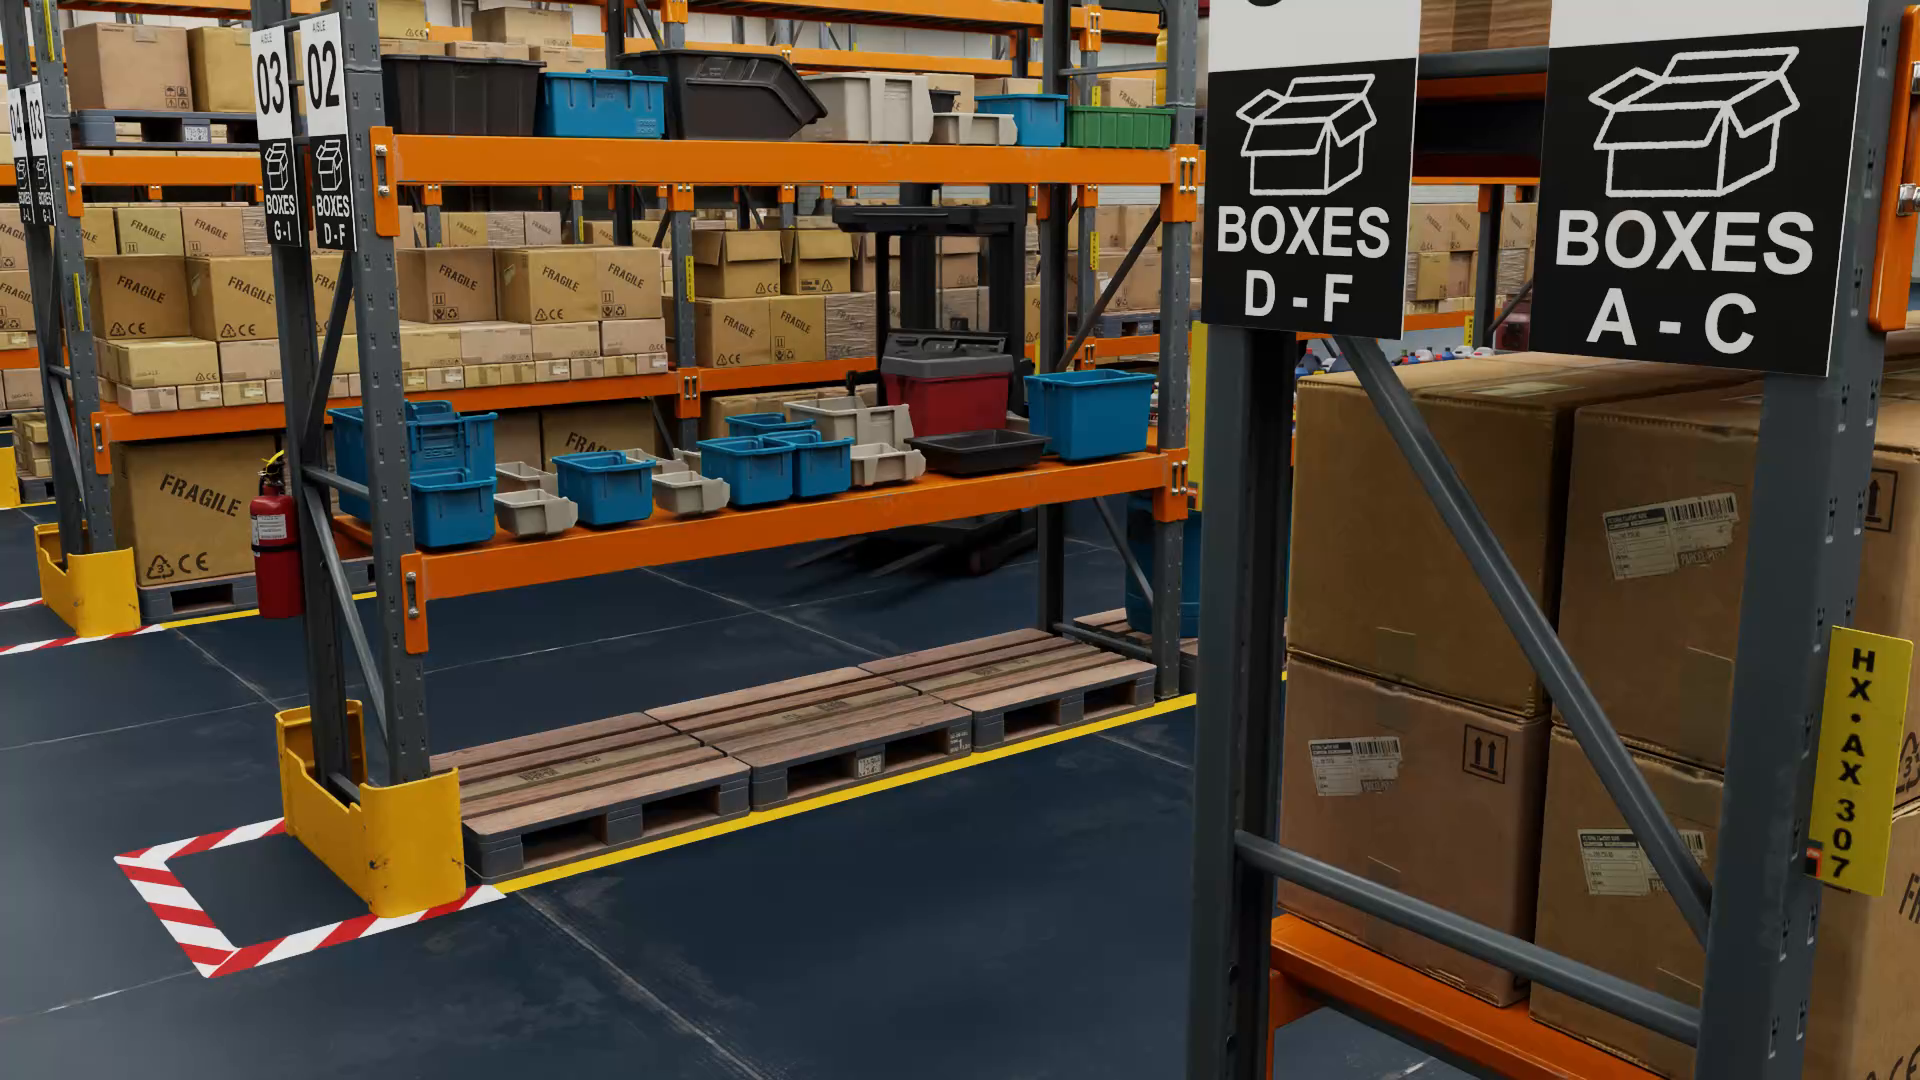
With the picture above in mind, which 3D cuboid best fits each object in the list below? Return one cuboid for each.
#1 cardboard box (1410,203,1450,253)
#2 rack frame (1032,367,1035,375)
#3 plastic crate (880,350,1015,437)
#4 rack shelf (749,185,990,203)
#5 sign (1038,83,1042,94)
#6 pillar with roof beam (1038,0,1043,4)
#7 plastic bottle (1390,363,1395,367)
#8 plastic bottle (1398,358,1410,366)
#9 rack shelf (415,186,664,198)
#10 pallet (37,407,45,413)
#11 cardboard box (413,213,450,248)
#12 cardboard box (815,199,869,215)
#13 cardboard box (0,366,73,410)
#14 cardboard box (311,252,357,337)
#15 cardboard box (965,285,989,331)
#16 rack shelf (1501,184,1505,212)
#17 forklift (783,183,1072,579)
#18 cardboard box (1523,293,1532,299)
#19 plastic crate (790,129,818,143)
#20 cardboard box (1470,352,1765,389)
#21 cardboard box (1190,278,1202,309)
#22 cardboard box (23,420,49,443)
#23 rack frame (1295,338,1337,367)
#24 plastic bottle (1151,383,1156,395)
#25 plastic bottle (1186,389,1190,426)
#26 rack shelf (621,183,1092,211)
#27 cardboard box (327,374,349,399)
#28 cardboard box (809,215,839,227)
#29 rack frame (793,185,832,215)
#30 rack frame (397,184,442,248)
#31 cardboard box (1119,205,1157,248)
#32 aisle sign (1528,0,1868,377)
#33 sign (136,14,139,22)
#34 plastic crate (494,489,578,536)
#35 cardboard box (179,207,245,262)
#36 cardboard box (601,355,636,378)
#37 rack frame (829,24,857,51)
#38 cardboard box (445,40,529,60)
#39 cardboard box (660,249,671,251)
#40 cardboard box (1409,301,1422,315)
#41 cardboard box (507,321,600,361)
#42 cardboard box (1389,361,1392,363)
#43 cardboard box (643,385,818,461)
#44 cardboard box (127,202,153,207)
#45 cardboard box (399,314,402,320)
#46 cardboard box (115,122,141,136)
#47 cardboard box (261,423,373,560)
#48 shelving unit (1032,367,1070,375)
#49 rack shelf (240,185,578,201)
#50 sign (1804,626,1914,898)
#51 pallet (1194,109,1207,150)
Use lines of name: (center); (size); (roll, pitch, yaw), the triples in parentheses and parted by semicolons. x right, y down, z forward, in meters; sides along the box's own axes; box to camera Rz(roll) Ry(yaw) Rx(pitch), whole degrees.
cardboard box: (4.844, -3.323, 17.692); (0.500, 0.500, 0.500); (-9, 15, -38)
rack frame: (0.604, -0.772, 13.259); (0.240, 1.200, 0.006); (10, 5, 39)
plastic crate: (-0.062, -0.701, 8.411); (0.583, 0.464, 0.402); (-9, 15, -38)
rack shelf: (-0.637, -4.231, 19.841); (4.000, 0.370, 1.077); (-9, 15, -38)
sign: (0.449, -2.277, 8.886); (0.005, 0.325, 0.100); (-9, 15, -38)
pillar with roof beam: (4.041, -8.559, 31.270); (0.548, 9.000, 9.100); (-9, 15, -38)
plastic bottle: (2.802, -1.046, 10.811); (0.097, 0.201, 0.097); (0, 12, 0)
plastic bottle: (2.574, -0.885, 9.696); (0.185, 0.351, 0.144); (-9, 15, -38)
rack shelf: (-6.912, -5.825, 27.349); (4.000, 0.370, 1.077); (-9, 15, -38)
pallet: (-10.089, -1.517, 19.265); (1.213, 0.211, 1.003); (-9, 15, -38)
cardboard box: (-6.797, -3.878, 21.023); (0.500, 0.500, 0.500); (-10, 15, -39)
cardboard box: (-1.767, -4.870, 24.977); (0.500, 0.500, 0.700); (-10, 15, -38)
cardboard box: (-10.455, -1.781, 18.954); (0.875, 0.438, 0.875); (-9, 15, -36)
cardboard box: (-4.091, -1.590, 10.737); (0.500, 0.500, 0.500); (-10, 16, -39)
cardboard box: (0.197, -1.919, 14.204); (0.500, 0.500, 0.500); (-10, 15, -38)
rack shelf: (5.477, -2.610, 12.207); (4.000, 0.370, 1.077); (-9, 15, -38)
forklift: (-0.202, -1.293, 11.661); (1.130, 2.935, 3.031); (5, 13, 24)
cardboard box: (6.411, -2.780, 19.103); (0.250, 0.149, 0.380); (-9, 15, -38)
plastic crate: (-0.873, -1.843, 7.501); (0.530, 0.136, 0.437); (-9, 15, -38)
cardboard box: (1.329, -0.099, 3.224); (0.500, 0.500, 0.500); (-9, 15, -36)
cardboard box: (2.273, -2.350, 15.825); (0.500, 0.250, 0.500); (-10, 16, -39)
cardboard box: (-7.824, -0.932, 14.218); (0.250, 0.149, 0.380); (-10, 16, -40)
rack frame: (3.944, -2.557, 17.449); (0.127, 3.000, 1.000); (-9, 15, -38)
plastic bottle: (1.050, -0.800, 9.454); (0.133, 0.283, 0.061); (-9, 15, -38)
plastic bottle: (1.275, -0.752, 9.425); (0.097, 0.201, 0.097); (0, 12, 0)
rack shelf: (-0.741, -2.894, 13.546); (4.000, 0.370, 1.077); (-9, 15, -38)
cardboard box: (-4.141, -1.003, 10.737); (0.250, 0.149, 0.380); (-10, 15, -39)
cardboard box: (-1.448, -3.516, 19.318); (0.500, 0.500, 0.700); (-10, 15, -38)
rack frame: (-2.247, -4.164, 25.019); (0.127, 3.000, 1.000); (-9, 15, -38)
rack frame: (-5.322, -2.337, 16.411); (0.127, 3.000, 1.000); (-9, 15, -38)
cardboard box: (2.099, -4.157, 22.021); (0.550, 0.550, 0.875); (-9, 15, -38)
aisle sign: (0.890, -0.608, 2.011); (0.004, 0.787, 0.394); (-9, 15, -38)
sign: (-11.273, -7.271, 22.765); (0.005, 0.325, 0.100); (-9, 15, -38)
plastic crate: (-1.631, -0.104, 6.386); (0.298, 0.136, 0.250); (-9, 15, -38)
cardboard box: (-6.723, -2.713, 14.821); (0.500, 0.500, 0.500); (-10, 16, -39)
cardboard box: (-2.537, -1.270, 11.992); (0.250, 0.149, 0.380); (-9, 15, -37)
rack frame: (-2.227, -8.423, 30.629); (0.127, 3.000, 1.000); (-9, 15, -38)
cardboard box: (-3.299, -3.109, 11.335); (0.500, 0.500, 0.700); (-8, 15, -35)
cardboard box: (-3.290, -3.100, 18.167); (0.250, 0.149, 0.380); (-10, 16, -40)
cardboard box: (4.681, -2.481, 17.694); (0.250, 0.149, 0.380); (-9, 15, -38)
cardboard box: (-2.886, -1.424, 11.757); (0.500, 0.250, 0.500); (-9, 15, -36)
cardboard box: (5.160, -1.754, 18.674); (0.500, 0.500, 0.500); (-11, 16, -43)
cardboard box: (-1.815, -0.771, 13.144); (0.875, 0.875, 1.225); (-9, 15, -37)
cardboard box: (-9.369, -3.769, 18.945); (0.250, 0.149, 0.380); (-10, 15, -38)
cardboard box: (-5.399, -2.139, 16.084); (0.250, 0.149, 0.380); (-10, 15, -38)
cardboard box: (-7.132, -3.602, 14.308); (0.500, 0.250, 0.500); (-9, 15, -37)
cardboard box: (-4.266, -0.380, 11.302); (0.875, 0.875, 0.875); (-9, 15, -38)
shelving unit: (0.662, -0.770, 13.330); (0.258, 1.200, 0.189); (10, 5, 39)
rack shelf: (-6.932, -4.501, 21.116); (4.000, 0.370, 1.077); (-9, 15, -38)
sign: (1.099, 0.272, 2.043); (0.005, 0.325, 0.100); (-9, 15, -38)
pallet: (1.343, -2.208, 9.039); (1.003, 0.211, 1.213); (-9, 15, -38)
